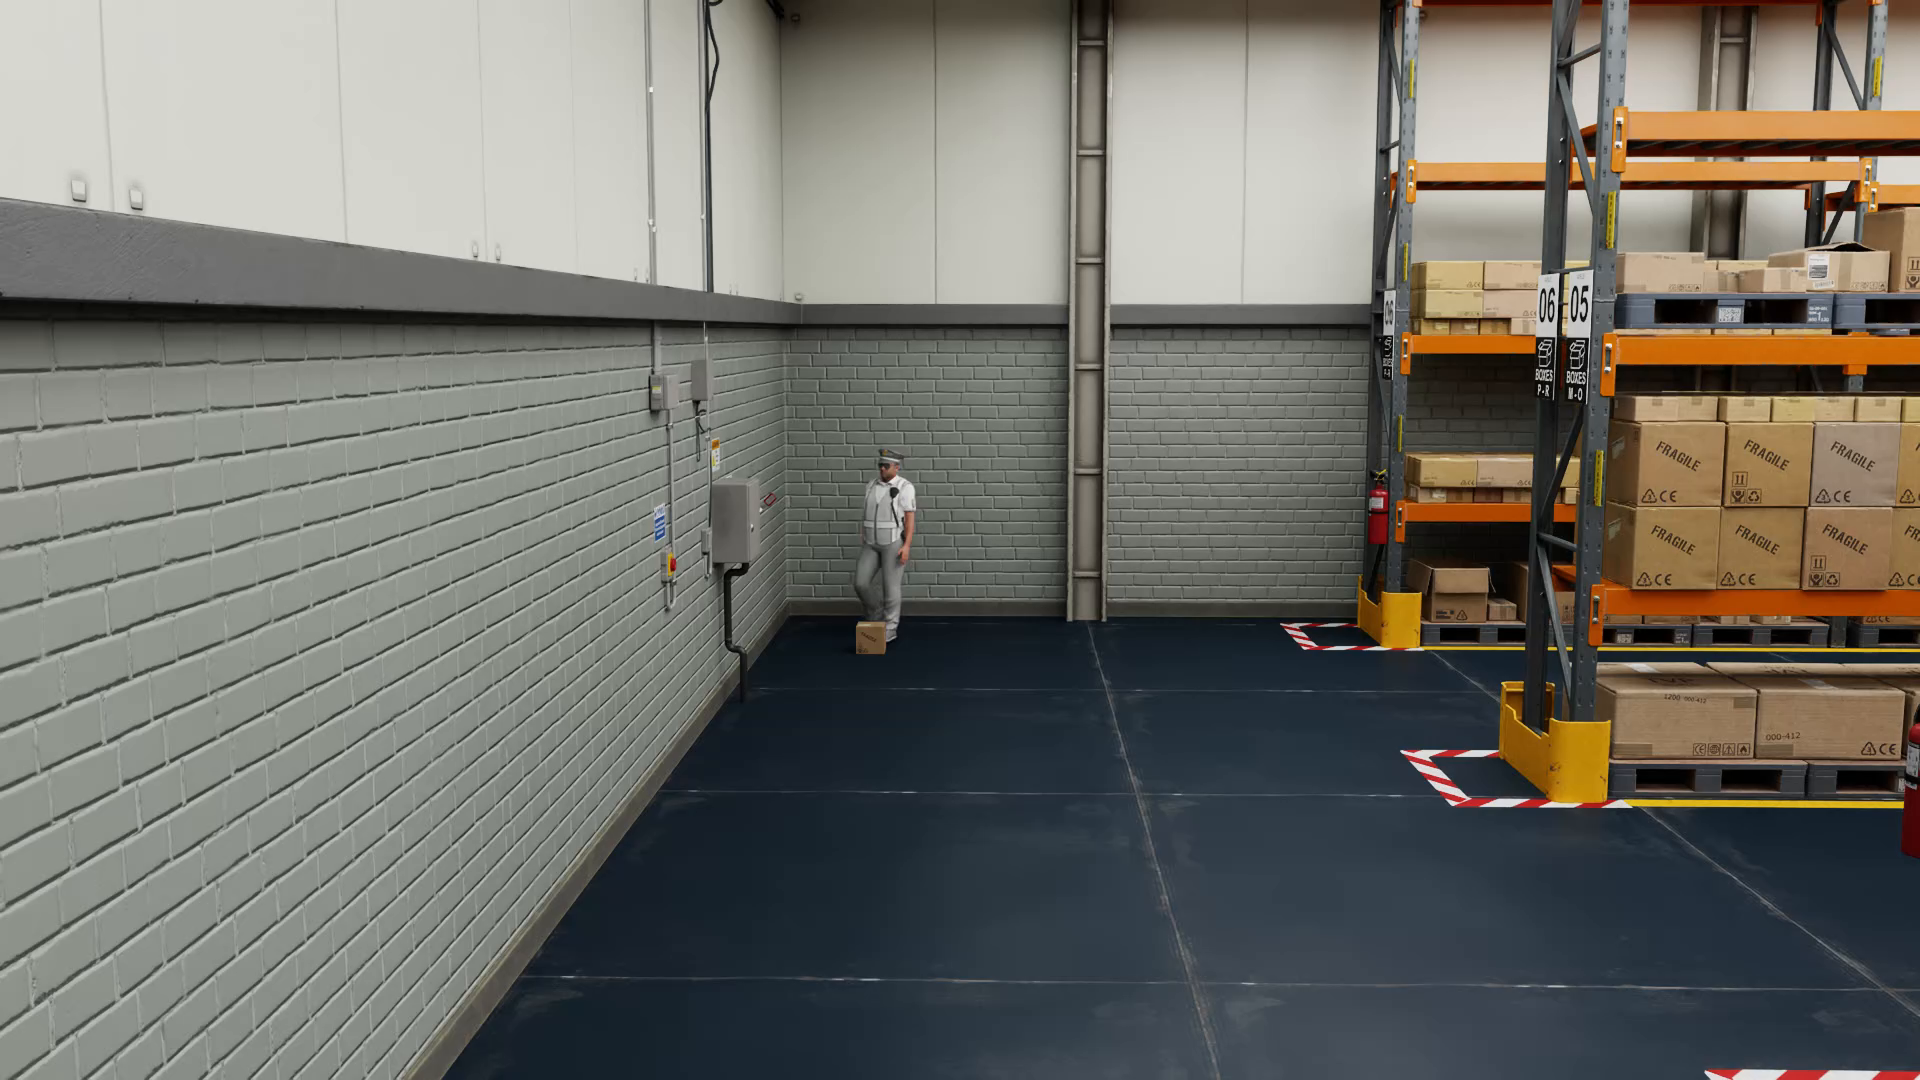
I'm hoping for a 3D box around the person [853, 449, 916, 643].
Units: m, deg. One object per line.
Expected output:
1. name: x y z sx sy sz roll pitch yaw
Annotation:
1. person: -0.701 0.056 15.238 0.556 1.785 0.490 3 8 26
